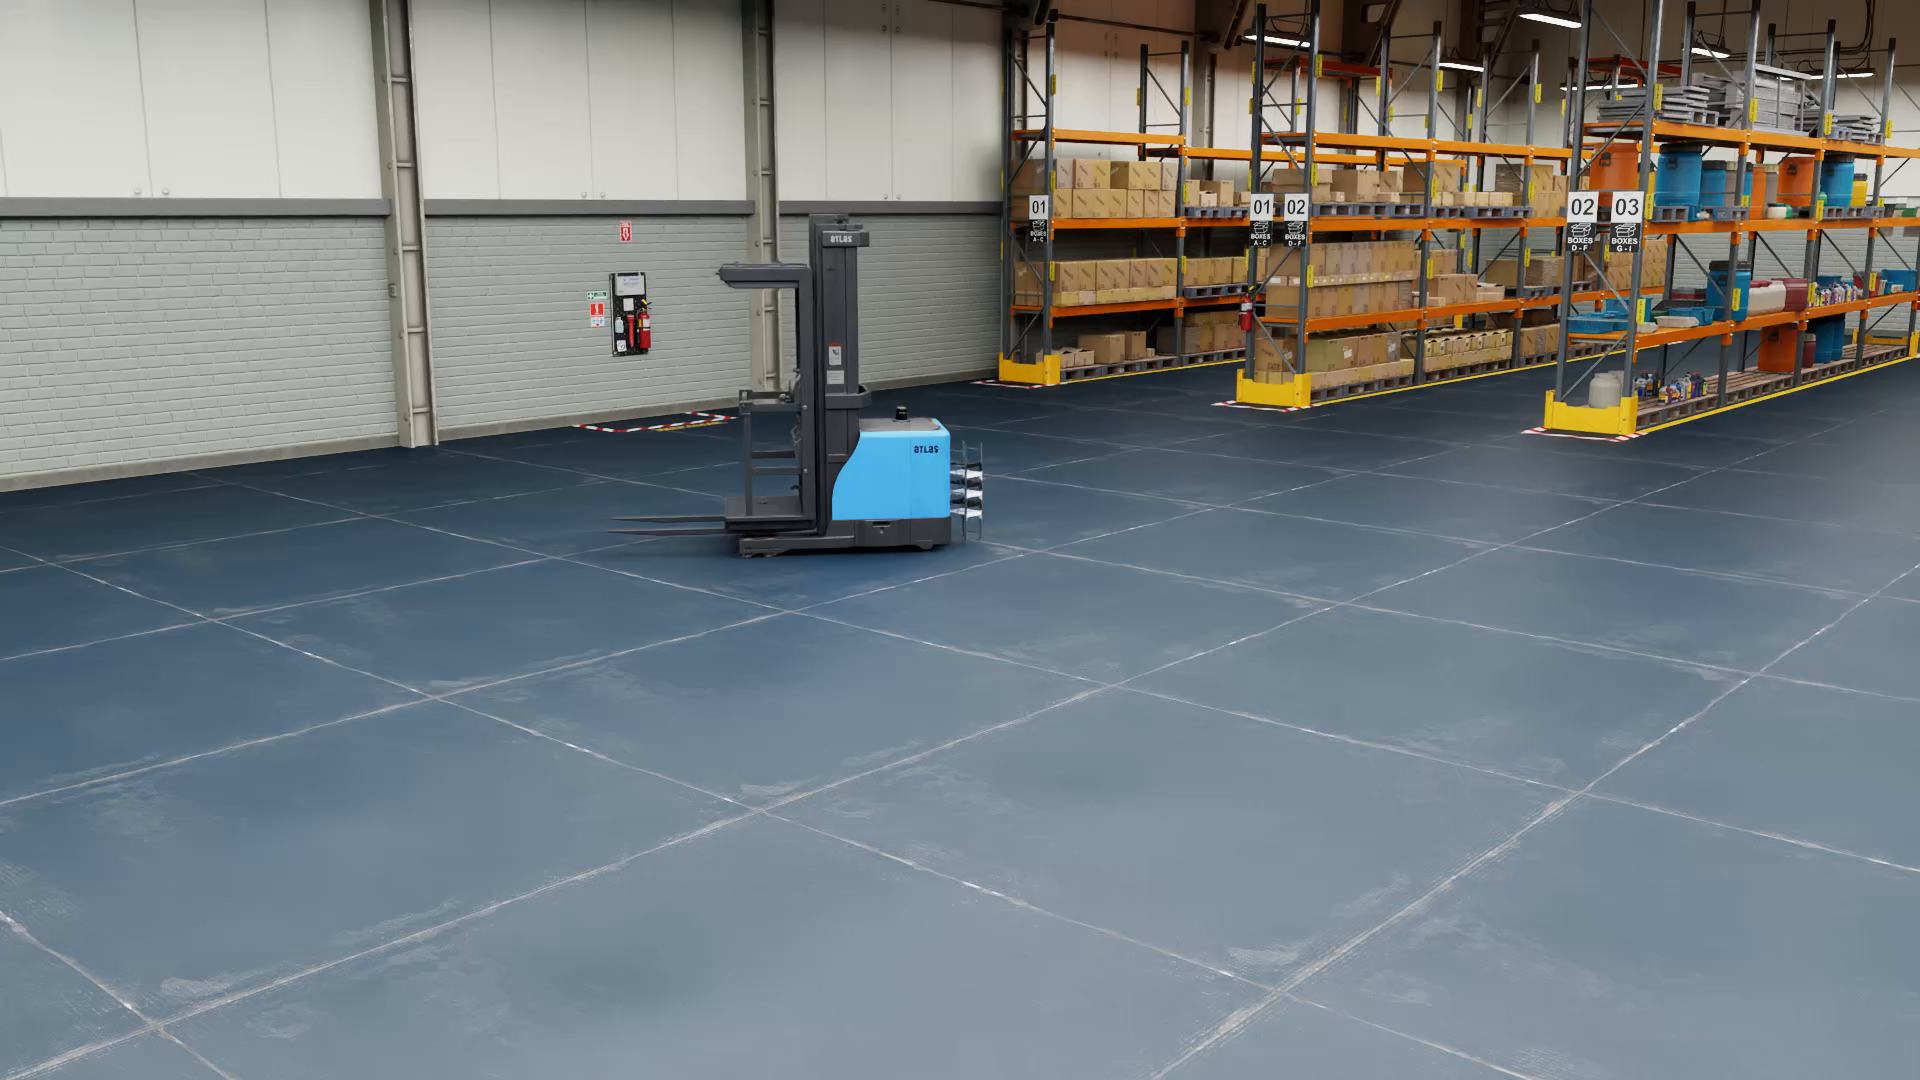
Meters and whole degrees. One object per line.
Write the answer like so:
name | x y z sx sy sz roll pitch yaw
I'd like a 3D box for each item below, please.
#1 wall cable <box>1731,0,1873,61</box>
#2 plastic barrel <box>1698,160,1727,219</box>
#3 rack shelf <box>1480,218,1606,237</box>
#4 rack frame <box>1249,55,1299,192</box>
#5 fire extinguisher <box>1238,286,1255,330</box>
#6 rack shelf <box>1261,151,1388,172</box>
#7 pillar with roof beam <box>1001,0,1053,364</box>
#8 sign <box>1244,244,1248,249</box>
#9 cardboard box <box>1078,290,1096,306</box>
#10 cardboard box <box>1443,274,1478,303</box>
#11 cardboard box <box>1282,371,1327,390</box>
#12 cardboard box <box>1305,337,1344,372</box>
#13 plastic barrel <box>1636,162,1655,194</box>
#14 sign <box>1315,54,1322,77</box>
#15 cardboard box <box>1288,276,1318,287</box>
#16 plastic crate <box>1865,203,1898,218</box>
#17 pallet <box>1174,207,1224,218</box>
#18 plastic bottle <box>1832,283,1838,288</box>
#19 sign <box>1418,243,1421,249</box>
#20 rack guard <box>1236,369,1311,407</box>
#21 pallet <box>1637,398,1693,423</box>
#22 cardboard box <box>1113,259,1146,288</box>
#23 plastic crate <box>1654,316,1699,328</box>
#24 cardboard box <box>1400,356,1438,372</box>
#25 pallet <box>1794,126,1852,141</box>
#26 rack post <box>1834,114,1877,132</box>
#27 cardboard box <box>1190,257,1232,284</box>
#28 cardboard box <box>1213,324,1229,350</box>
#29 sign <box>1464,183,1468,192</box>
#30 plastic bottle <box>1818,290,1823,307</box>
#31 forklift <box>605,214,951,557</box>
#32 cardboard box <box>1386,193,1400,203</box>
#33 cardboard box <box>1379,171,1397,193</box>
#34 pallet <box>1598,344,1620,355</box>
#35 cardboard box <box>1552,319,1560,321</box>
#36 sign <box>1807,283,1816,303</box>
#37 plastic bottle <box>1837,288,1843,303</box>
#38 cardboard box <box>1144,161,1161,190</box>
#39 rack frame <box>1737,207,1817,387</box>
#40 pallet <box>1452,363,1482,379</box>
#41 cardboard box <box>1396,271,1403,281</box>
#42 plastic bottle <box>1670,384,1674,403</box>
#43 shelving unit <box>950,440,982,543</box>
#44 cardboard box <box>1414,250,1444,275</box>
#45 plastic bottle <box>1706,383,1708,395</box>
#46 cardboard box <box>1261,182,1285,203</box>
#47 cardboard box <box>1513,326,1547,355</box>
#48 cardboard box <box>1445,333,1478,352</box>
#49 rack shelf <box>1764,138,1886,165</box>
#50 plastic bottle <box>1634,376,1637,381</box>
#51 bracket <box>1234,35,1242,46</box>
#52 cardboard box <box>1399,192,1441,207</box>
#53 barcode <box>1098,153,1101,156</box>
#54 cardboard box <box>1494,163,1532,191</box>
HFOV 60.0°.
wall cable | 20.081 -12.756 39.561 3.097 2.526 0.112 10 15 40
plastic barrel | 11.416 -5.367 25.523 0.600 0.901 0.708 10 15 40
rack shelf | 11.485 -6.189 32.757 1.077 0.370 4.000 10 15 40
rack frame | 6.441 -8.358 34.123 1.000 3.000 0.127 10 15 40
fire extinguisher | 4.457 -3.604 25.835 0.296 0.674 0.183 10 15 40
rack shelf | 7.762 -8.104 35.706 1.077 0.370 4.000 10 15 40
pillar with roof beam | 4.207 -6.840 26.519 9.100 9.000 0.548 10 15 40
sign | 6.022 -6.056 34.954 0.100 0.325 0.005 10 15 40
cardboard box | 2.053 -4.285 29.376 0.500 0.250 0.500 9 15 39
cardboard box | 9.070 -4.577 30.251 0.500 0.500 0.500 9 14 37
cardboard box | 5.405 -2.507 26.093 0.500 0.250 0.500 10 15 40
cardboard box | 5.734 -2.949 26.389 0.500 0.500 0.500 10 15 40
plastic barrel | 9.260 -4.912 22.973 0.600 0.588 0.600 0 11 0
sign | 5.297 -7.005 24.555 0.100 0.325 0.005 10 15 40
cardboard box | 5.305 -3.997 25.690 0.380 0.149 0.250 10 15 40
plastic crate | 17.550 -6.278 31.701 0.497 0.269 0.590 10 15 40
pallet | 4.289 -6.284 31.875 1.213 0.211 1.003 10 15 40
plastic bottle | 15.933 -4.514 30.317 0.144 0.351 0.185 10 15 40
sign | 11.309 -7.130 40.875 0.100 0.325 0.005 10 15 40
rack guard | 4.868 -2.370 25.841 1.175 0.500 0.348 10 15 40
pallet | 9.963 -1.906 24.254 1.003 0.211 1.213 10 15 40
cardboard box | 3.056 -4.876 30.420 0.500 0.500 0.500 9 15 39
plastic crate | 10.361 -3.146 24.017 0.530 0.136 0.437 10 15 40
cardboard box | 7.977 -3.073 28.925 0.500 0.250 0.500 9 15 39
pallet | 14.383 -6.891 28.279 1.213 0.211 1.003 10 15 40
rack post | 15.944 -7.509 30.064 0.937 0.300 0.954 9 15 39
cardboard box | 4.948 -5.345 32.976 0.500 0.500 0.700 -10 15 -40
cardboard box | 4.945 -4.081 33.282 0.700 0.500 0.500 10 15 41
sign | 12.121 -8.388 39.869 0.100 0.325 0.005 10 15 40
plastic bottle | 14.992 -4.216 28.999 0.061 0.283 0.133 10 15 40
forklift | -1.633 -1.396 14.754 3.031 2.935 1.130 -1 11 -7
cardboard box | 9.736 -7.725 37.666 0.500 0.250 0.500 10 15 40
cardboard box | 6.994 -5.943 28.002 0.500 0.500 0.500 -11 15 -43
pallet | 13.259 -4.099 35.232 1.003 0.211 1.213 10 15 40
cardboard box | 12.303 -4.315 34.457 0.500 0.500 0.500 9 14 38
sign | 14.301 -4.146 27.931 0.100 0.325 0.005 10 15 40
plastic bottle | 15.844 -4.416 30.017 0.152 0.276 0.135 10 15 40
cardboard box | 3.318 -6.657 30.403 0.500 0.500 0.500 11 16 43
rack frame | 13.883 -4.136 28.298 1.000 3.000 0.127 10 15 40
pallet | 8.787 -3.114 30.304 1.003 0.211 1.213 10 15 40
cardboard box | 7.170 -4.413 27.773 0.380 0.149 0.250 9 15 39
plastic bottle | 10.260 -2.113 24.015 0.097 0.271 0.097 0 11 0
shelving unit | 0.041 -0.442 15.167 0.258 0.900 0.210 11 15 43
cardboard box | 10.921 -6.556 39.649 0.980 0.700 0.700 10 15 40
plastic bottle | 11.238 -2.297 25.113 0.097 0.201 0.097 0 11 0
cardboard box | 6.712 -7.230 34.752 0.700 0.500 0.500 8 14 36
cardboard box | 11.021 -3.874 32.248 0.500 0.500 0.500 9 14 38
cardboard box | 8.998 -3.576 30.010 0.500 0.311 0.500 10 15 42
rack shelf | 15.204 -6.823 29.293 1.077 0.370 4.000 10 15 40
plastic bottle | 10.133 -2.319 25.015 0.061 0.283 0.133 11 15 43
bracket | 5.474 -10.059 33.449 0.235 0.232 0.430 10 15 40
cardboard box | 7.938 -5.881 28.688 0.500 0.250 0.500 -10 15 -42
barcode | 2.560 -7.082 30.539 0.001 0.075 0.075 10 15 40
cardboard box | 10.458 -6.850 31.423 0.500 0.500 0.500 10 15 40
